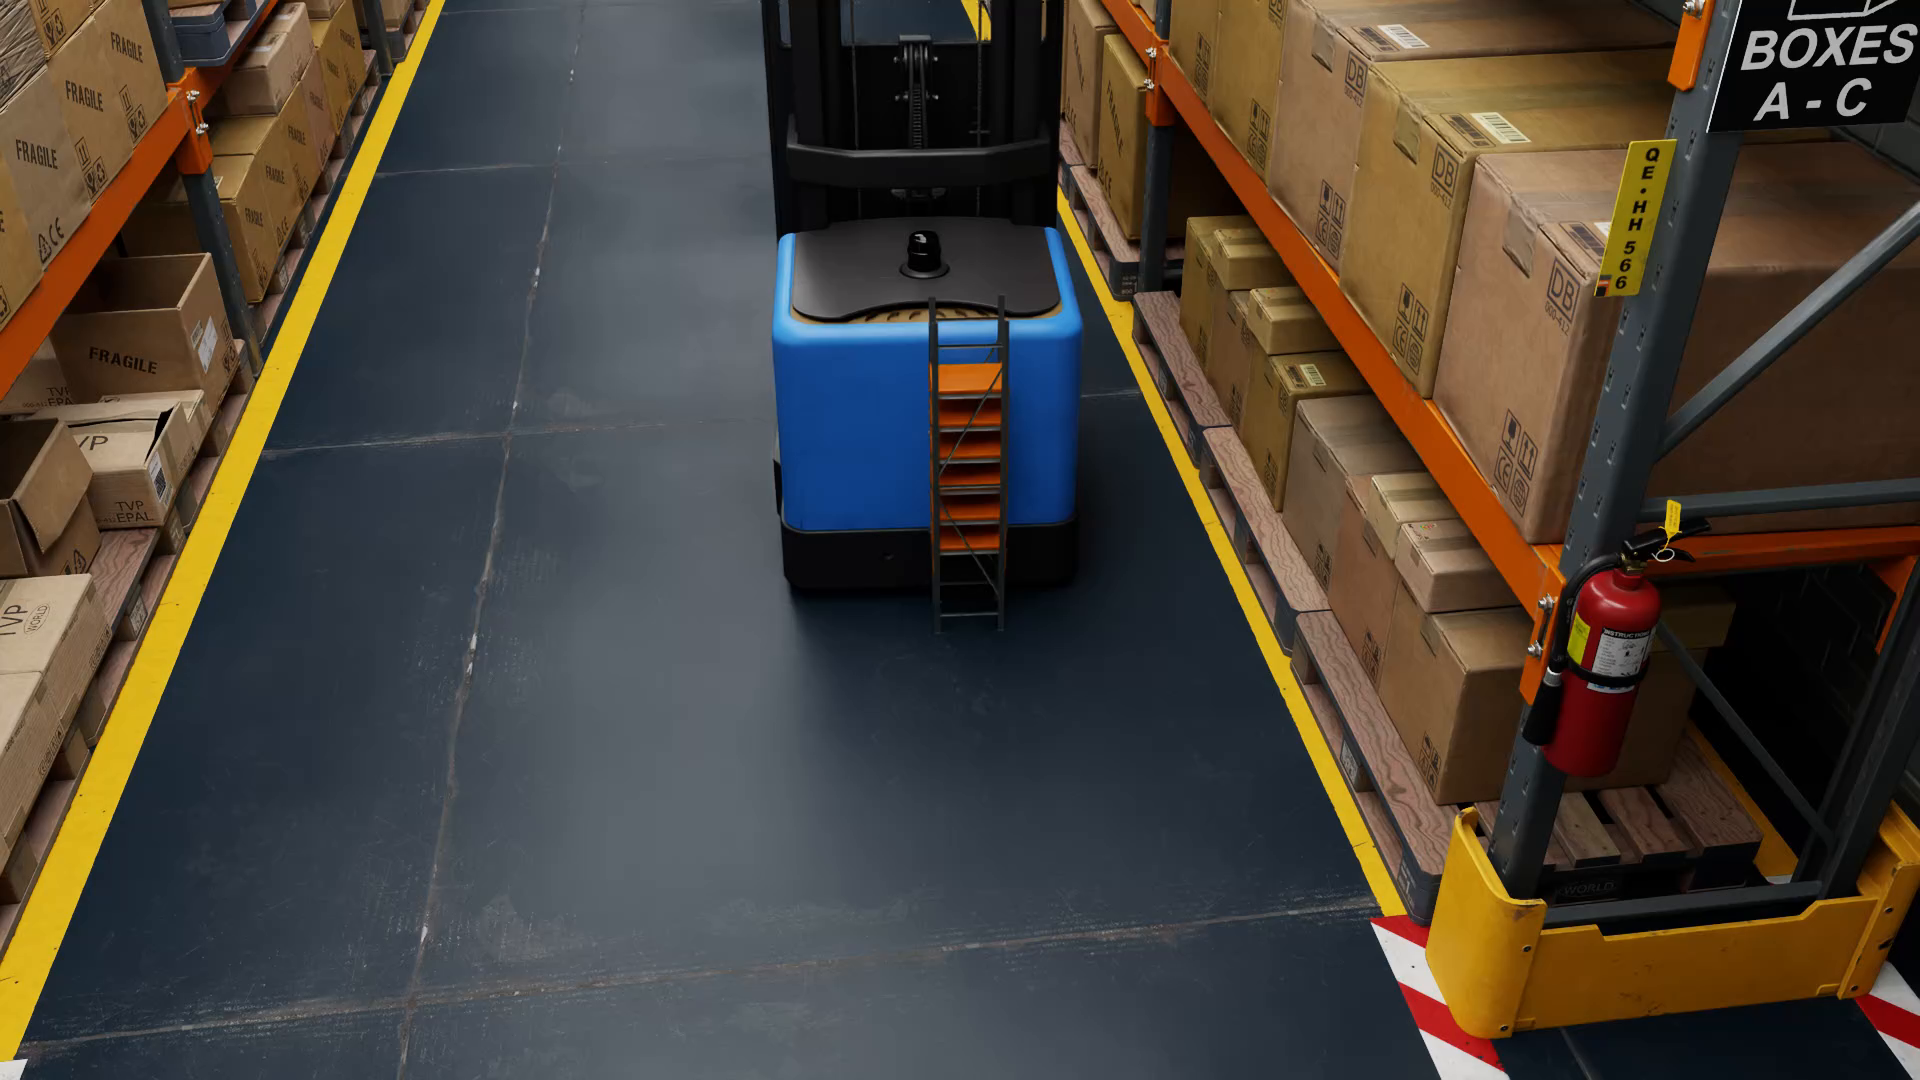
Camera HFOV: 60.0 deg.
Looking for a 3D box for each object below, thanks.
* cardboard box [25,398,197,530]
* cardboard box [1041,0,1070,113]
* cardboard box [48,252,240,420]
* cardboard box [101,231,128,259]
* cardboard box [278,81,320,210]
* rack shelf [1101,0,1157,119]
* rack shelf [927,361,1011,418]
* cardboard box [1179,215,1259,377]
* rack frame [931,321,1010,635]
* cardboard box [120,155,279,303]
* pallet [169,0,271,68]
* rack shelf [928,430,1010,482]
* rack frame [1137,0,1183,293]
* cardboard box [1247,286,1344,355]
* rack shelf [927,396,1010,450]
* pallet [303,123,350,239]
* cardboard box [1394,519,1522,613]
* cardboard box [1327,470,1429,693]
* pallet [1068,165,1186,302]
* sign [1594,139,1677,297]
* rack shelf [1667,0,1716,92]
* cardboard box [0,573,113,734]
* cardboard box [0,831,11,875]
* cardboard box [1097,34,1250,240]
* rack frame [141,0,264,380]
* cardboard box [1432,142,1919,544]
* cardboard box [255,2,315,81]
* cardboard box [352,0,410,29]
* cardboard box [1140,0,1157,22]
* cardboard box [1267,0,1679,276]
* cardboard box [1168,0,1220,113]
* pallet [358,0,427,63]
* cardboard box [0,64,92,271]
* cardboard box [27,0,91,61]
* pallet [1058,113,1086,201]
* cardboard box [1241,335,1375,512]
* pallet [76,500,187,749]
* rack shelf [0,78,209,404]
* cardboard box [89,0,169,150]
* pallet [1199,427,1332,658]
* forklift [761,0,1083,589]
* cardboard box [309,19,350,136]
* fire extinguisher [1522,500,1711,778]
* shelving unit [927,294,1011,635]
[{"bbox_3d":[-3.118,-0.296,6.018,0.500,0.311,0.500,-4,35,-6],"label":"cardboard box"},{"bbox_3d":[0.874,-2.926,9.415,0.750,0.750,0.750,-5,35,-7],"label":"cardboard box"},{"bbox_3d":[-3.219,-0.793,6.579,0.500,0.500,0.500,-4,35,-6],"label":"cardboard box"},{"bbox_3d":[-3.927,-1.343,7.386,0.500,0.500,0.500,-5,35,-7],"label":"cardboard box"},{"bbox_3d":[-3.543,-1.954,8.283,0.500,0.500,0.500,-4,34,-6],"label":"cardboard box"},{"bbox_3d":[1.062,-3.137,8.828,1.077,0.370,4.000,-4,35,-6],"label":"rack shelf"},{"bbox_3d":[0.027,-0.485,5.335,0.258,0.103,0.180,-2,34,-3],"label":"rack shelf"},{"bbox_3d":[1.330,-1.033,6.950,0.700,0.500,0.500,-4,34,-6],"label":"cardboard box"},{"bbox_3d":[0.032,-0.172,5.438,0.240,1.200,0.006,-2,34,-3],"label":"rack frame"},{"bbox_3d":[-3.400,-1.378,7.437,0.500,0.500,0.500,-6,35,-9],"label":"cardboard box"},{"bbox_3d":[-3.576,-2.315,7.155,1.003,0.211,1.213,-4,35,-6],"label":"pallet"},{"bbox_3d":[0.027,-0.286,5.470,0.258,0.103,0.180,-2,34,-3],"label":"rack shelf"},{"bbox_3d":[1.331,-2.318,6.988,1.000,3.000,0.127,-4,35,-6],"label":"rack frame"},{"bbox_3d":[1.266,-0.805,6.039,0.380,0.149,0.250,-5,35,-8],"label":"cardboard box"},{"bbox_3d":[0.027,-0.385,5.403,0.258,0.103,0.180,-2,34,-3],"label":"rack shelf"},{"bbox_3d":[-3.891,-1.922,8.882,1.003,0.211,1.213,-4,35,-6],"label":"pallet"},{"bbox_3d":[1.478,0.065,4.762,0.380,0.149,0.250,-5,35,-7],"label":"cardboard box"},{"bbox_3d":[1.609,0.111,5.270,0.700,0.500,0.500,-4,35,-7],"label":"cardboard box"},{"bbox_3d":[1.153,-1.590,8.396,1.003,0.211,1.213,-4,35,-6],"label":"pallet"},{"bbox_3d":[1.330,-0.629,3.271,0.100,0.325,0.005,-4,35,-6],"label":"sign"},{"bbox_3d":[1.600,-2.144,4.708,1.077,0.370,4.000,-4,35,-6],"label":"rack shelf"},{"bbox_3d":[-2.965,0.363,5.105,0.500,0.250,0.500,-4,35,-6],"label":"cardboard box"},{"bbox_3d":[-2.788,0.881,4.418,0.380,0.166,0.250,-4,35,-6],"label":"cardboard box"},{"bbox_3d":[1.115,-1.956,7.993,0.750,0.750,0.750,-4,34,-6],"label":"cardboard box"},{"bbox_3d":[-3.577,-1.941,6.434,1.000,3.000,0.127,-4,35,-6],"label":"rack frame"},{"bbox_3d":[1.791,-0.494,4.044,0.980,0.700,0.700,-3,34,-4],"label":"cardboard box"},{"bbox_3d":[-3.603,-2.526,8.456,0.500,0.250,0.500,-5,35,-7],"label":"cardboard box"},{"bbox_3d":[-3.894,-3.525,10.827,0.500,0.250,0.500,-4,35,-7],"label":"cardboard box"},{"bbox_3d":[1.005,-2.390,7.298,0.380,0.149,0.250,-4,34,-6],"label":"cardboard box"},{"bbox_3d":[1.588,-1.325,5.264,0.980,0.700,0.700,-6,35,-9],"label":"cardboard box"},{"bbox_3d":[1.388,-2.138,6.457,0.980,0.700,0.700,-4,34,-6],"label":"cardboard box"},{"bbox_3d":[-4.187,-3.483,11.173,1.003,0.211,1.213,-4,35,-6],"label":"pallet"},{"bbox_3d":[-3.113,-1.148,5.183,0.500,0.500,0.500,-4,34,-5],"label":"cardboard box"},{"bbox_3d":[-3.181,-1.847,5.320,0.500,0.500,0.500,-5,35,-7],"label":"cardboard box"},{"bbox_3d":[0.986,-2.273,9.398,1.003,0.211,1.213,-4,35,-6],"label":"pallet"},{"bbox_3d":[1.461,-0.466,6.117,0.700,0.500,0.500,-4,34,-5],"label":"cardboard box"},{"bbox_3d":[-3.318,0.277,5.656,1.003,0.211,1.213,-4,35,-6],"label":"pallet"},{"bbox_3d":[-3.308,-0.527,4.999,1.077,0.370,4.000,-4,35,-6],"label":"rack shelf"},{"bbox_3d":[-3.255,-1.722,6.025,0.500,0.500,0.500,-4,34,-6],"label":"cardboard box"},{"bbox_3d":[1.523,-0.053,6.140,1.003,0.211,1.213,-4,35,-6],"label":"pallet"},{"bbox_3d":[-0.184,-1.842,6.350,1.130,2.935,3.031,-2,34,-3],"label":"forklift"},{"bbox_3d":[-3.687,-2.529,9.126,0.500,0.500,0.500,-6,35,-8],"label":"cardboard box"},{"bbox_3d":[1.432,0.219,3.664,0.296,0.674,0.183,-4,35,-6],"label":"fire extinguisher"},{"bbox_3d":[0.027,-0.224,5.513,0.258,1.200,0.189,-2,34,-3],"label":"shelving unit"}]
